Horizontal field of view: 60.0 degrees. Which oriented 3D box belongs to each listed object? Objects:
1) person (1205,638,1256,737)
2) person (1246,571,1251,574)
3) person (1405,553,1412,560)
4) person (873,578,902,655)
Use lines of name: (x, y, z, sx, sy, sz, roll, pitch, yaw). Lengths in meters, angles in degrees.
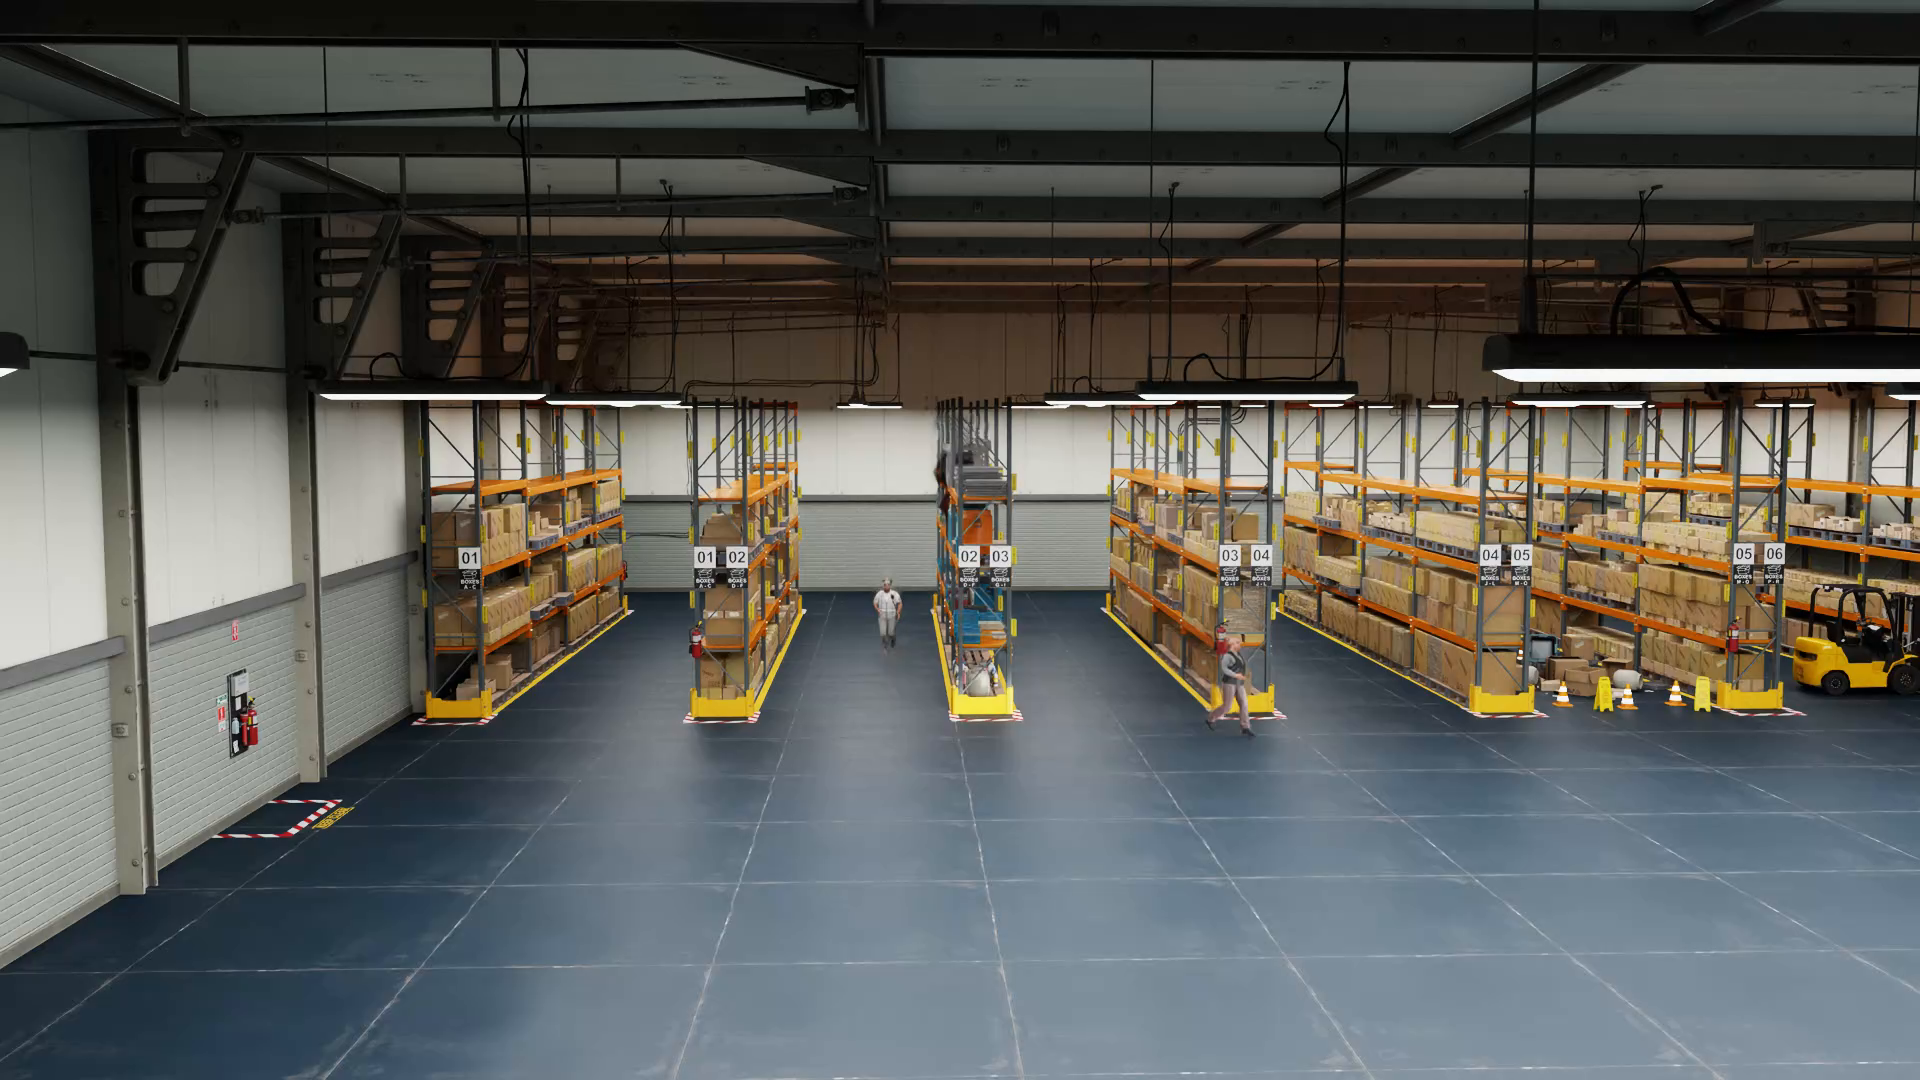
person: (4.847, 2.585, 29.419, 0.976, 1.721, 0.699, 4, 6, 39)
person: (7.600, 1.544, 44.003, 0.504, 1.541, 0.659, 0, 4, -5)
person: (13.303, 1.056, 49.318, 0.850, 1.700, 0.575, 0, 4, 4)
person: (-1.649, 1.728, 37.750, 0.665, 1.746, 0.603, 0, 4, 2)
